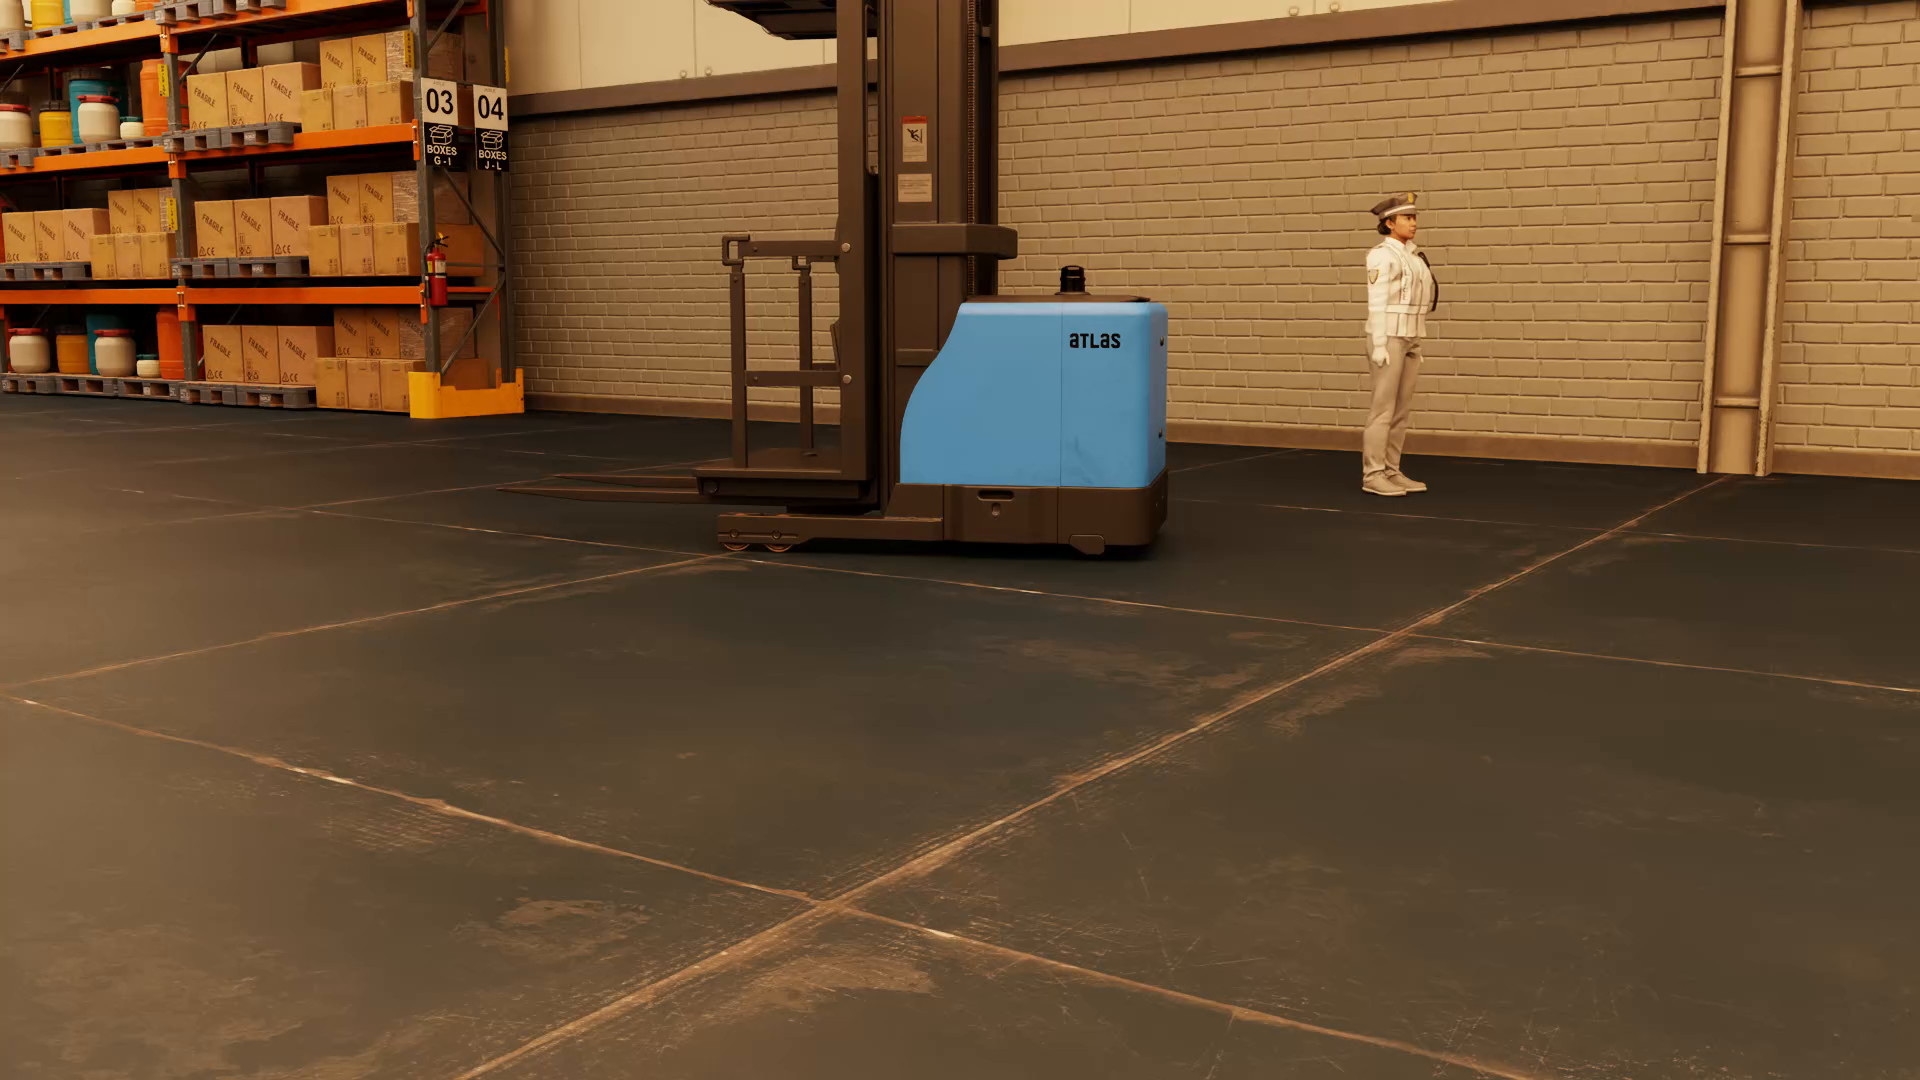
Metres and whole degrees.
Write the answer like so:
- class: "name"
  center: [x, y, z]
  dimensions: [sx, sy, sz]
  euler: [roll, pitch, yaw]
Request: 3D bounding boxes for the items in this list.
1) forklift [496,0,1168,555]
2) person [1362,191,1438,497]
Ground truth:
- class: "forklift"
  center: [-0.596, -1.469, 7.520]
  dimensions: [3.031, 2.935, 1.130]
  euler: [2, 8, 12]
- class: "person"
  center: [2.479, -1.111, 9.425]
  dimensions: [0.348, 1.693, 0.463]
  euler: [7, 11, 41]
